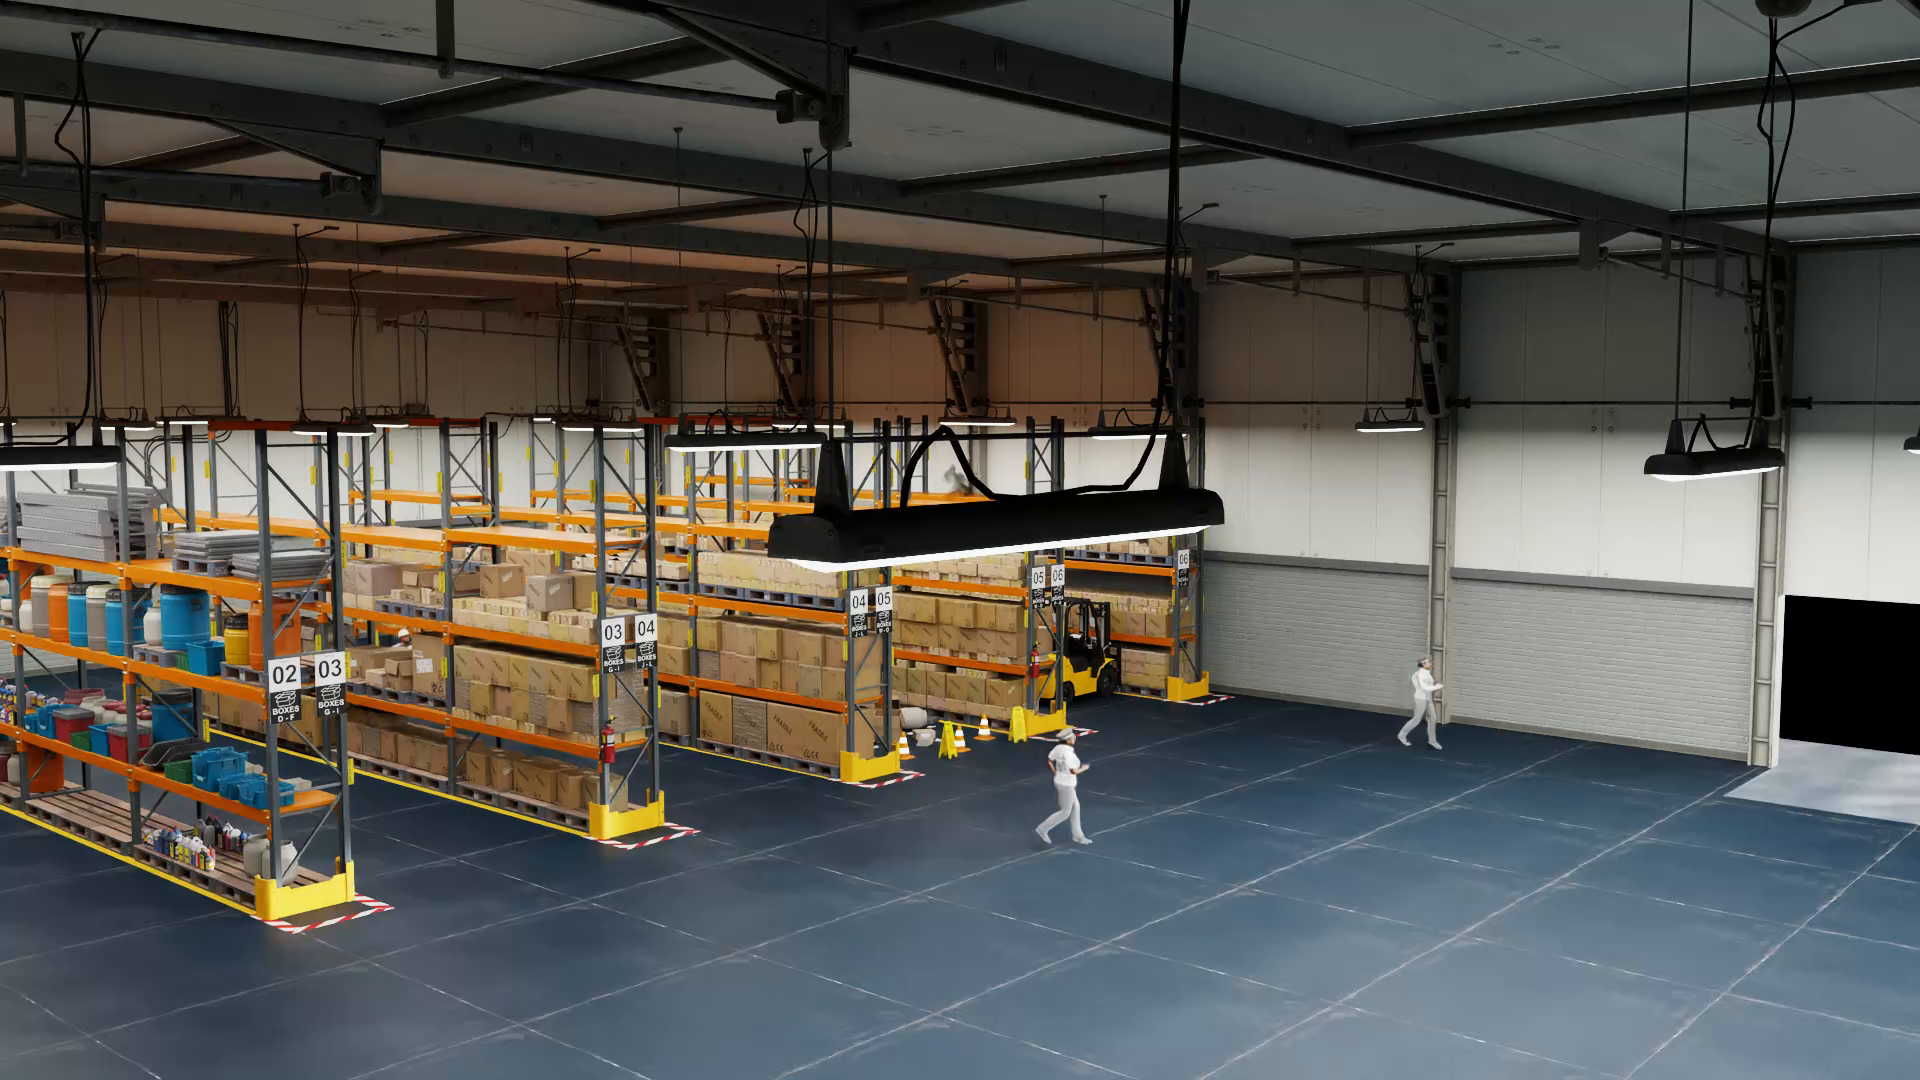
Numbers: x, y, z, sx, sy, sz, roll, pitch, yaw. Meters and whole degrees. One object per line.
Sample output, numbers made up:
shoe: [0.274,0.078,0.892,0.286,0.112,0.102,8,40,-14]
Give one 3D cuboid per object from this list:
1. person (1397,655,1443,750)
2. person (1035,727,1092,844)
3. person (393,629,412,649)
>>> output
person: [8.416,2.953,30.379,0.805,1.748,0.612,2,5,27]
person: [1.474,3.509,23.665,0.864,1.706,0.609,-1,5,-13]
person: [-11.169,2.670,33.584,0.591,1.730,0.644,3,6,32]
